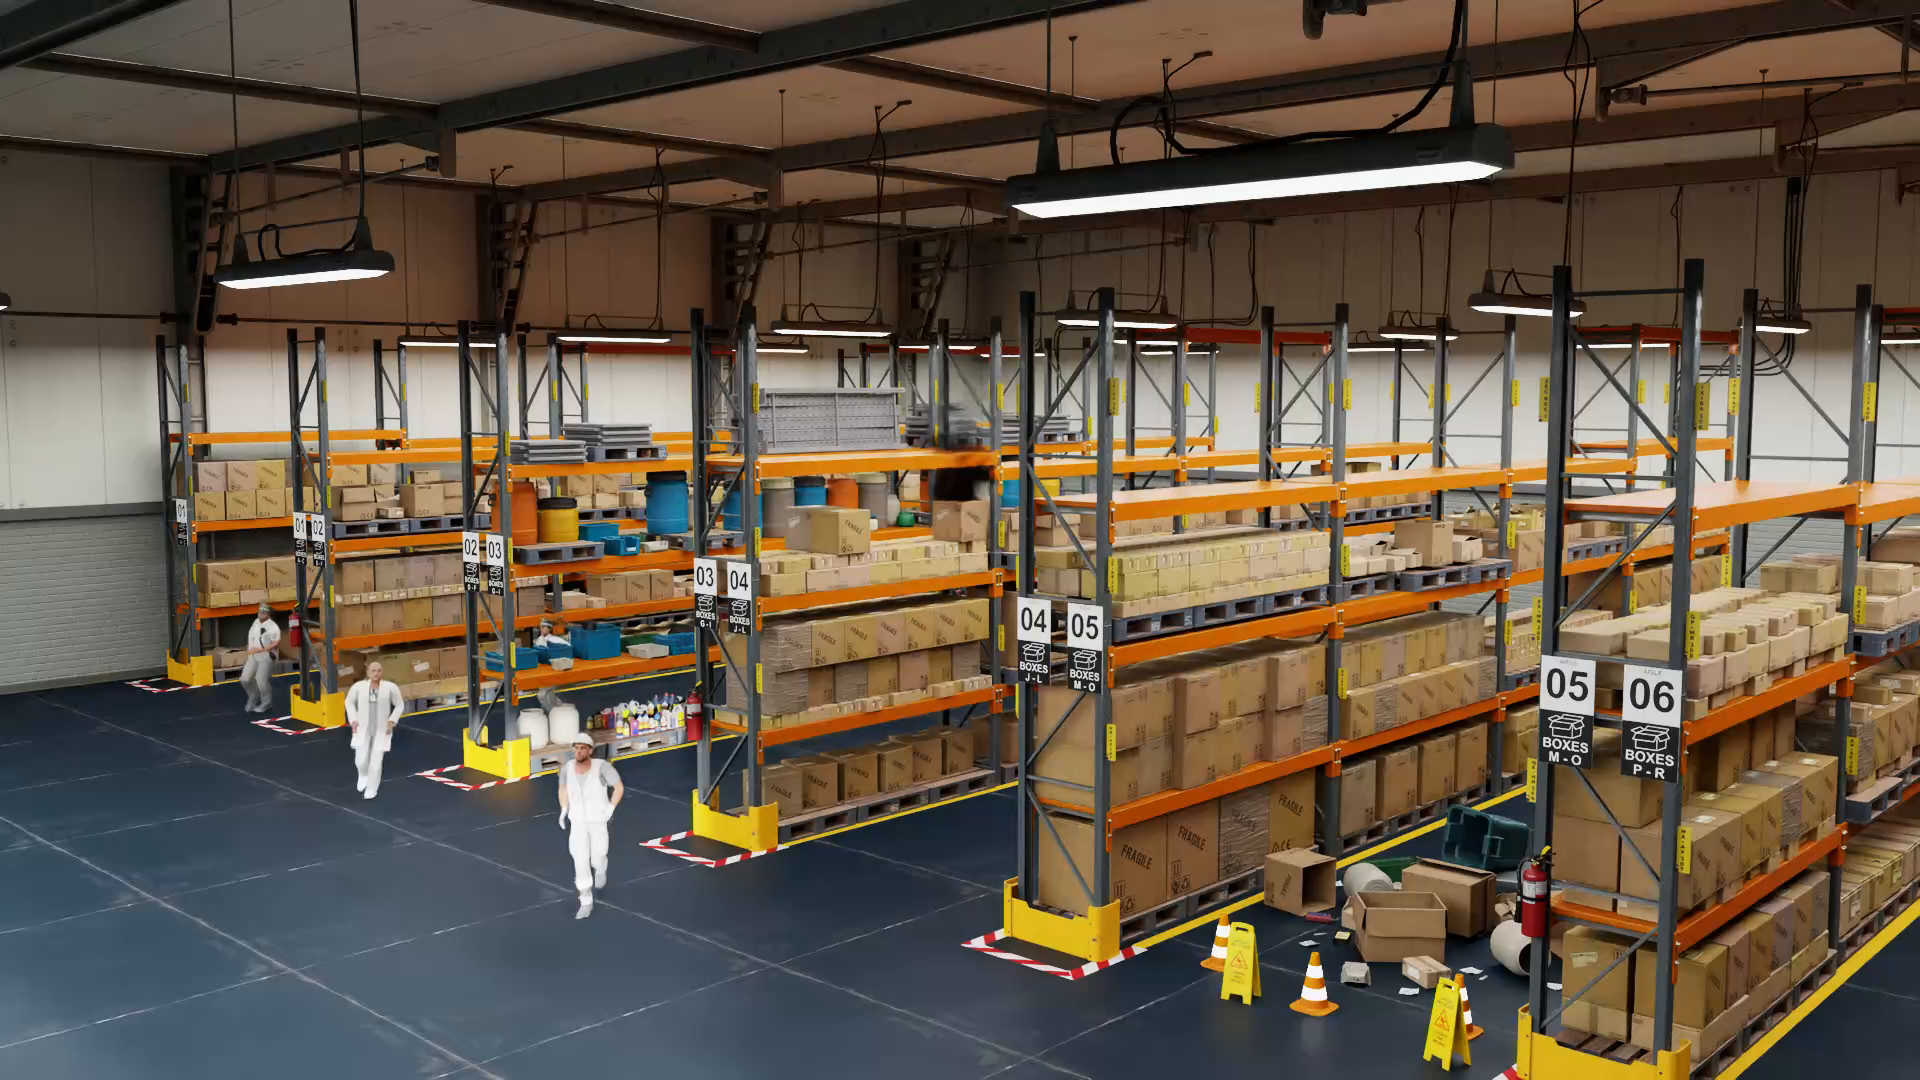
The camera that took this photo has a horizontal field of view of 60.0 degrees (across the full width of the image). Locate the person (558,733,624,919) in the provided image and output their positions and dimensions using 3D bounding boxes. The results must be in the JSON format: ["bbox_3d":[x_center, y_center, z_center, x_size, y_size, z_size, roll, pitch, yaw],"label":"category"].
[{"bbox_3d":[-3.627,2.754,16.370,0.655,1.783,0.770,0,5,1],"label":"person"}]

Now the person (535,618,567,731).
[{"bbox_3d":[-6.123,2.011,24.747,0.590,1.740,0.726,4,7,39],"label":"person"}]

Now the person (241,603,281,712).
[{"bbox_3d":[-10.978,1.857,26.108,0.690,1.762,0.603,2,6,17],"label":"person"}]

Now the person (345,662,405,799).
[{"bbox_3d":[-7.298,2.370,20.746,0.712,1.718,0.612,-1,6,-15],"label":"person"}]
